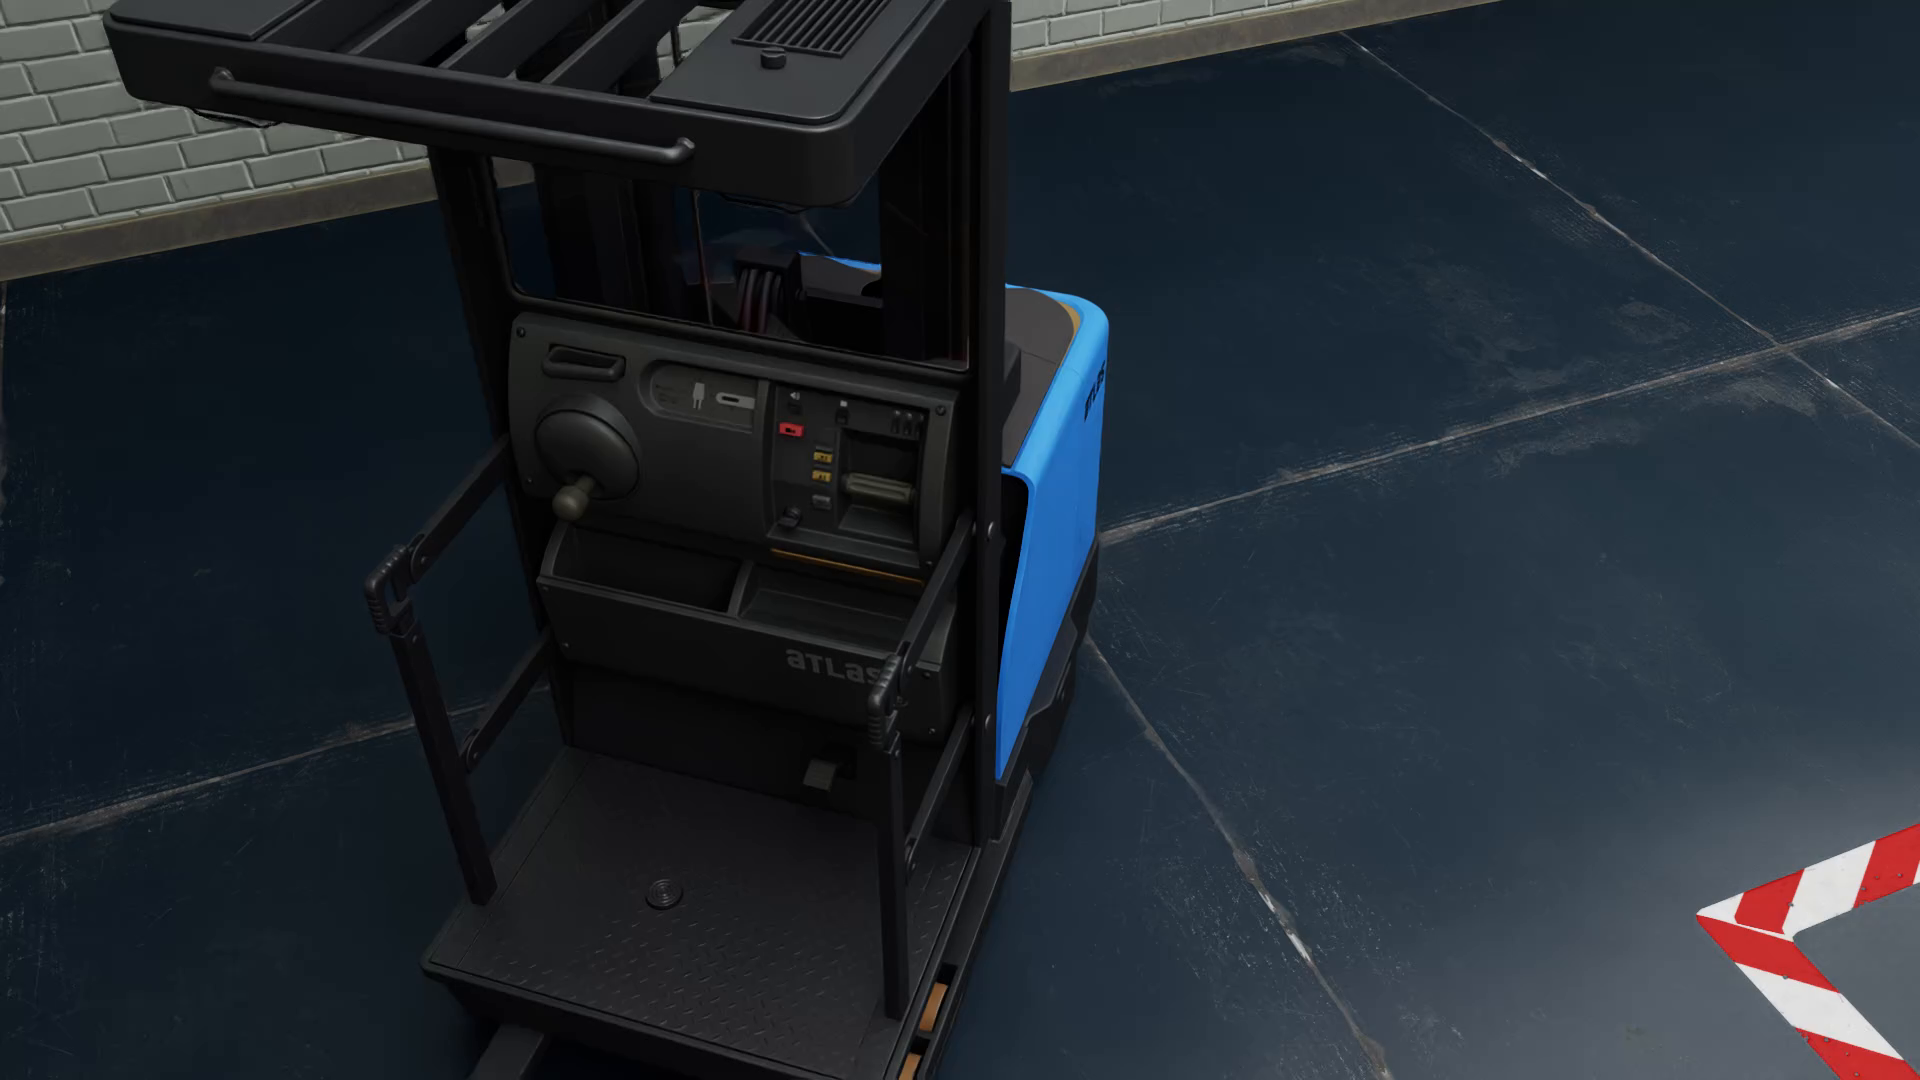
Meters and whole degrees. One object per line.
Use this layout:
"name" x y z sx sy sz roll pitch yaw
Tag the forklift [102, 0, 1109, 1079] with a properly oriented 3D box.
"forklift" -0.525 -0.102 3.121 1.130 2.935 3.031 12 42 13
